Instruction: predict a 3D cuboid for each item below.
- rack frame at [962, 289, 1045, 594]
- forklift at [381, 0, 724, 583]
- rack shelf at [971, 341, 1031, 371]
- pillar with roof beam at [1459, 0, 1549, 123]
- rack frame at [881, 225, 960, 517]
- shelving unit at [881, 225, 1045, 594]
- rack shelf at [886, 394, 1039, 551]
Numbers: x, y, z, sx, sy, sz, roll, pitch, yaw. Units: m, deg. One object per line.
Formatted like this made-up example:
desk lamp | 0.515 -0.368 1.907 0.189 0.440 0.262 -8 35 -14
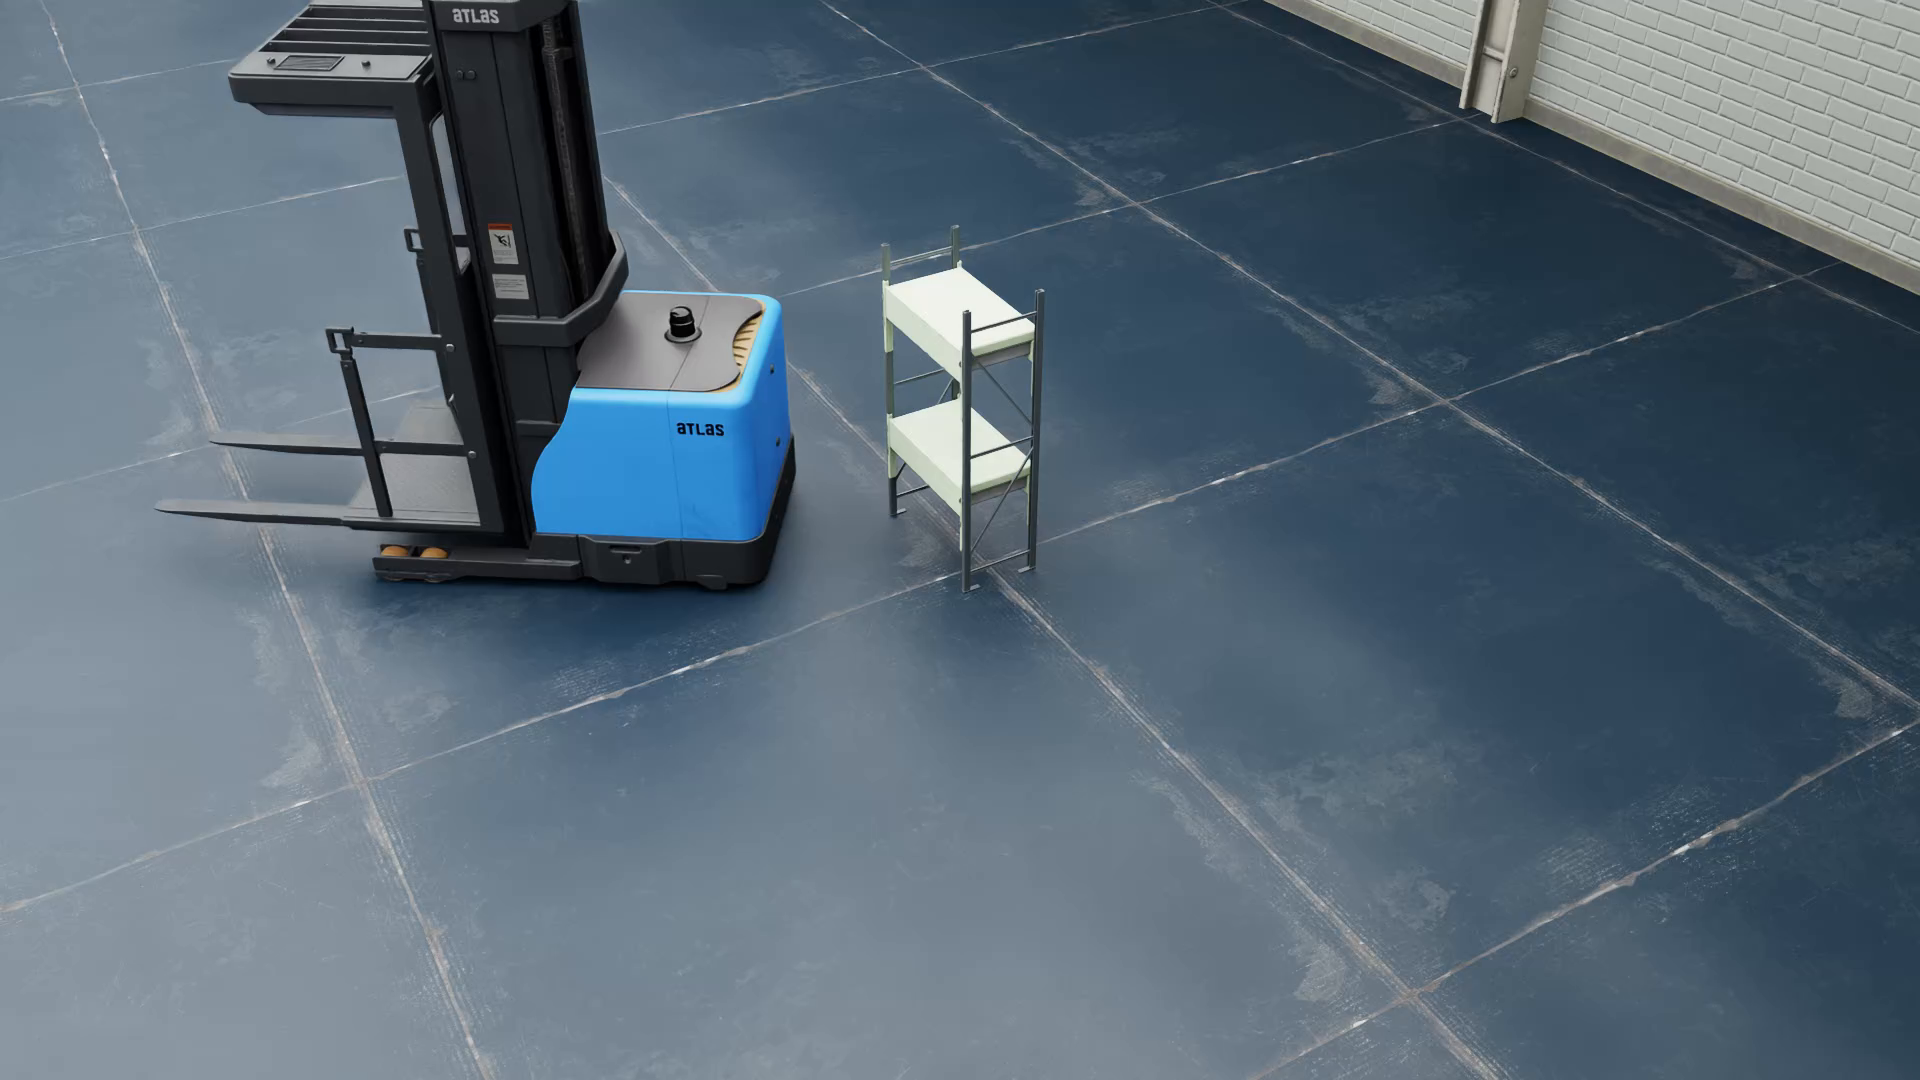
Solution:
rack frame | 0.187 -0.416 7.547 0.400 1.500 0.023 -19 40 -24
forklift | -11.582 -13.375 18.923 23.583 9.011 32.329 2 36 3
rack shelf | 0.003 -0.975 7.531 0.332 0.071 0.664 -19 40 -24
pillar with roof beam | 0.356 -5.649 8.354 9.100 9.000 0.400 -19 40 -24
rack frame | -0.181 -0.789 8.059 0.400 1.500 0.023 -19 40 -24
shelving unit | -7.371 -8.104 18.074 6.000 1.500 30.159 -19 40 -24
rack shelf | -7.375 -7.749 18.343 6.000 0.609 30.141 -19 40 -24
